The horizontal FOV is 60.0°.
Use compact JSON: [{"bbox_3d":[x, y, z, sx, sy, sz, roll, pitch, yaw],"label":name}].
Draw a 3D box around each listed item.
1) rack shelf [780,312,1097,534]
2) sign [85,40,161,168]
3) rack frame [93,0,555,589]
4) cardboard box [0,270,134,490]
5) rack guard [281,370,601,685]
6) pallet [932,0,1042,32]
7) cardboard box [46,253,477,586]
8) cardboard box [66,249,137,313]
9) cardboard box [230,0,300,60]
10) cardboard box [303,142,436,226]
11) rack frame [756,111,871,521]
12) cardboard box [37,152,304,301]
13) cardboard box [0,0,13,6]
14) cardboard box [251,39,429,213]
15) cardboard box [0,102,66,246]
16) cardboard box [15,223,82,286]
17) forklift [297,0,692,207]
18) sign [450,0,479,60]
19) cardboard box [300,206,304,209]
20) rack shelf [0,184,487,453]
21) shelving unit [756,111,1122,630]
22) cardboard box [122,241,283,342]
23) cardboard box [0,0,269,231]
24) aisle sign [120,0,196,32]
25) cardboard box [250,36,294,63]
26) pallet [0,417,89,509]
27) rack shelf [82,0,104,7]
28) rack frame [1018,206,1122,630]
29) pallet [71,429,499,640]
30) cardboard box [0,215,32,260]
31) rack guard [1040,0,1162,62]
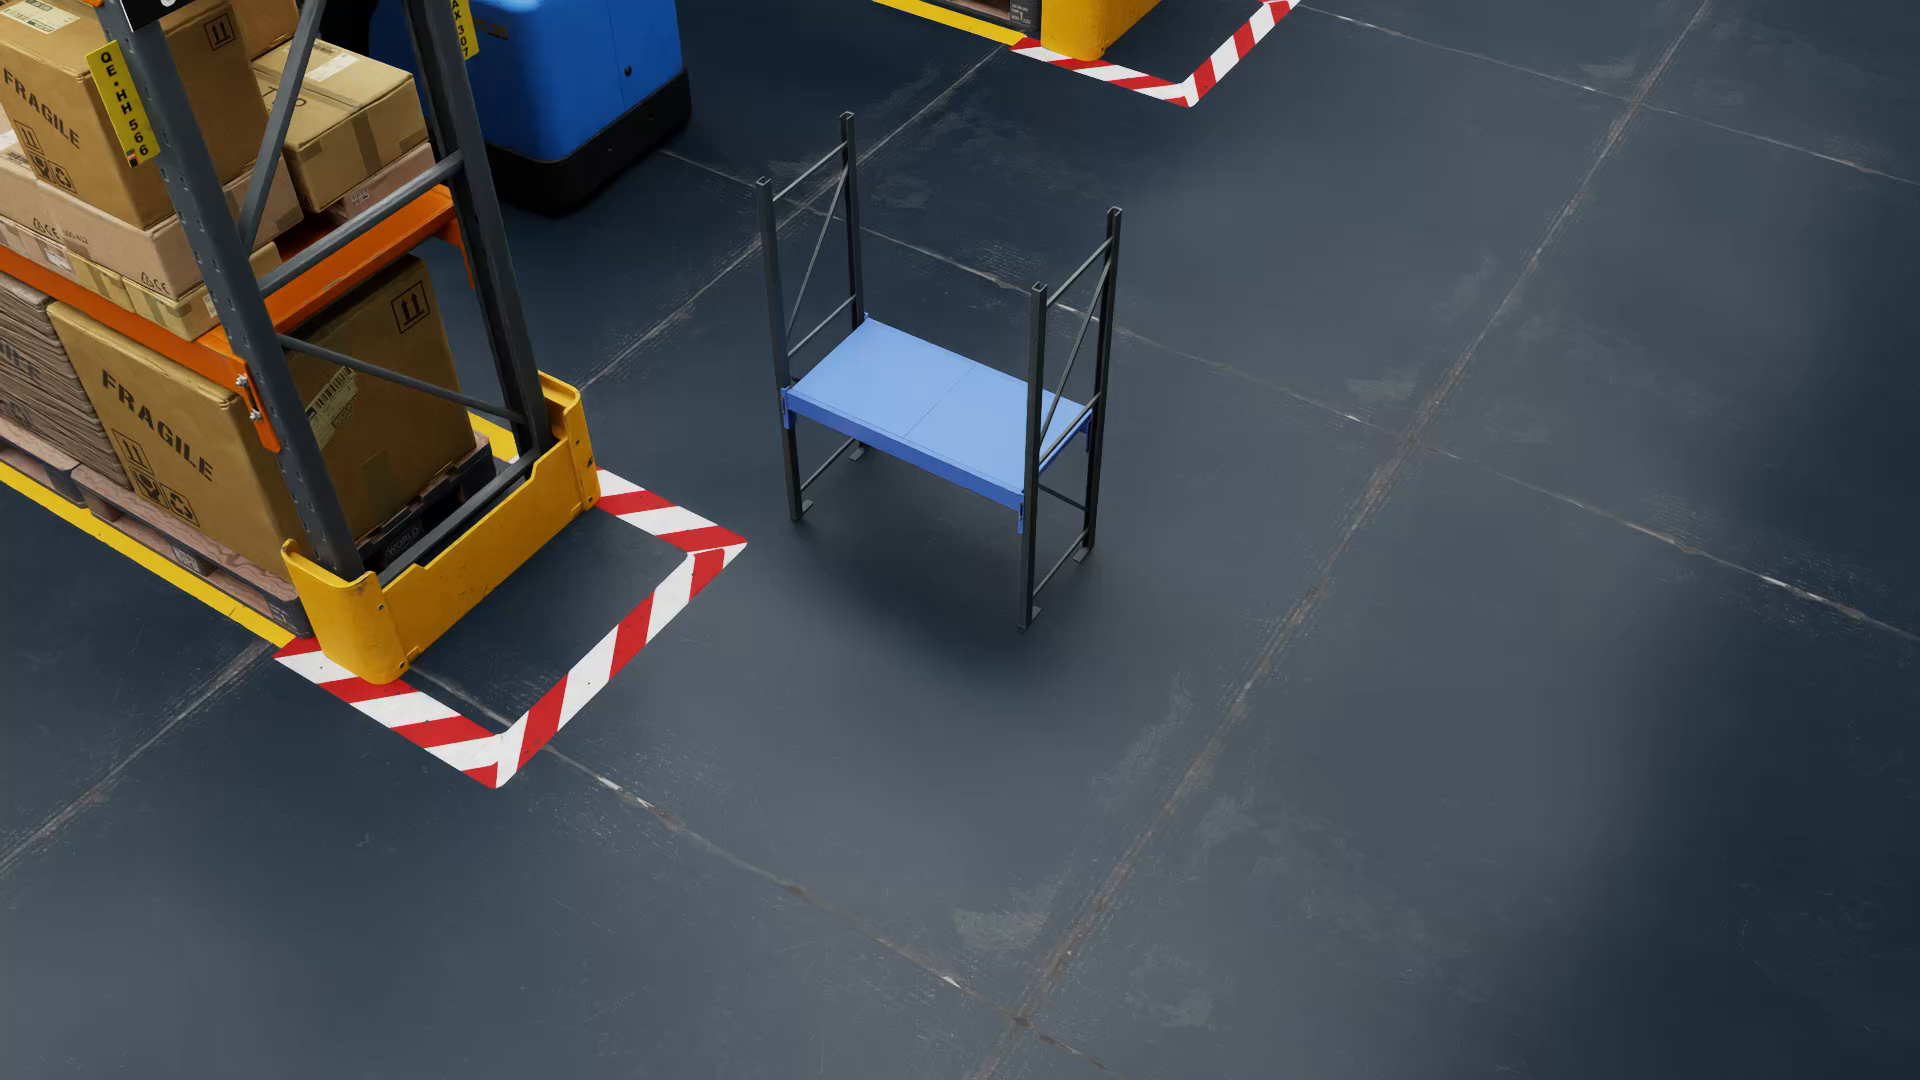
[{"bbox_3d":[-0.072,-0.430,5.873,1.000,0.185,0.538,25,51,22],"label":"rack shelf"},{"bbox_3d":[-2.145,-1.117,4.272,0.005,0.325,0.100,25,51,22],"label":"sign"},{"bbox_3d":[-1.840,-0.953,5.085,0.127,3.000,1.000,25,51,22],"label":"rack frame"},{"bbox_3d":[-3.188,-0.911,6.233,0.875,0.875,0.875,25,51,22],"label":"cardboard box"},{"bbox_3d":[-1.820,-0.073,5.972,0.348,0.500,1.175,25,51,22],"label":"rack guard"},{"bbox_3d":[0.161,-3.314,9.324,1.213,0.211,1.003,25,51,22],"label":"pallet"},{"bbox_3d":[-2.422,-0.559,5.890,0.875,0.875,0.875,25,51,22],"label":"cardboard box"},{"bbox_3d":[-2.537,-0.905,5.213,0.250,0.149,0.380,25,51,22],"label":"cardboard box"},{"bbox_3d":[-2.519,-1.809,5.290,0.500,0.500,0.500,24,50,21],"label":"cardboard box"},{"bbox_3d":[-1.961,-1.203,5.502,0.250,0.149,0.380,25,51,23],"label":"cardboard box"},{"bbox_3d":[-0.500,-0.753,5.935,0.032,1.500,0.500,25,51,22],"label":"rack frame"},{"bbox_3d":[-2.391,-1.032,5.059,0.500,0.250,0.500,24,50,22],"label":"cardboard box"},{"bbox_3d":[-2.959,-2.006,5.482,0.500,0.500,0.500,23,50,21],"label":"cardboard box"},{"bbox_3d":[-2.098,-1.354,5.371,0.500,0.250,0.500,23,50,21],"label":"cardboard box"},{"bbox_3d":[-2.818,-1.229,5.250,0.500,0.250,0.500,24,50,21],"label":"cardboard box"},{"bbox_3d":[-2.749,-1.003,5.308,0.250,0.149,0.380,25,51,22],"label":"cardboard box"},{"bbox_3d":[-2.852,-3.347,7.459,3.031,2.935,1.130,23,50,21],"label":"forklift"},{"bbox_3d":[-1.536,-1.615,5.069,0.005,0.325,0.100,25,51,22],"label":"sign"},{"bbox_3d":[-2.178,-1.301,5.598,0.250,0.149,0.380,24,50,22],"label":"cardboard box"},{"bbox_3d":[-3.524,-1.477,6.095,4.000,0.370,1.077,25,51,22],"label":"rack shelf"},{"bbox_3d":[-0.072,-0.556,5.744,1.048,1.500,0.538,25,51,22],"label":"shelving unit"},{"bbox_3d":[-2.318,-0.805,5.116,0.250,0.149,0.380,26,51,23],"label":"cardboard box"},{"bbox_3d":[-2.392,-1.296,4.792,0.500,0.500,0.500,25,51,23],"label":"cardboard box"},{"bbox_3d":[-1.942,-1.650,3.950,0.004,0.787,0.394,25,51,22],"label":"aisle sign"},{"bbox_3d":[-2.540,-1.551,5.563,0.500,0.250,0.500,24,51,22],"label":"cardboard box"},{"bbox_3d":[-3.578,-0.717,6.800,1.213,0.211,1.003,25,51,22],"label":"pallet"},{"bbox_3d":[-3.524,-2.522,5.020,4.000,0.370,1.077,25,51,22],"label":"rack shelf"},{"bbox_3d":[0.356,-0.359,5.553,0.032,1.500,0.500,25,51,22],"label":"rack frame"},{"bbox_3d":[-2.555,-0.244,6.340,1.213,0.211,1.003,25,51,22],"label":"pallet"},{"bbox_3d":[-2.959,-1.100,5.403,0.250,0.149,0.380,26,51,23],"label":"cardboard box"},{"bbox_3d":[0.861,-3.071,8.885,0.348,0.500,1.175,25,51,22],"label":"rack guard"}]
